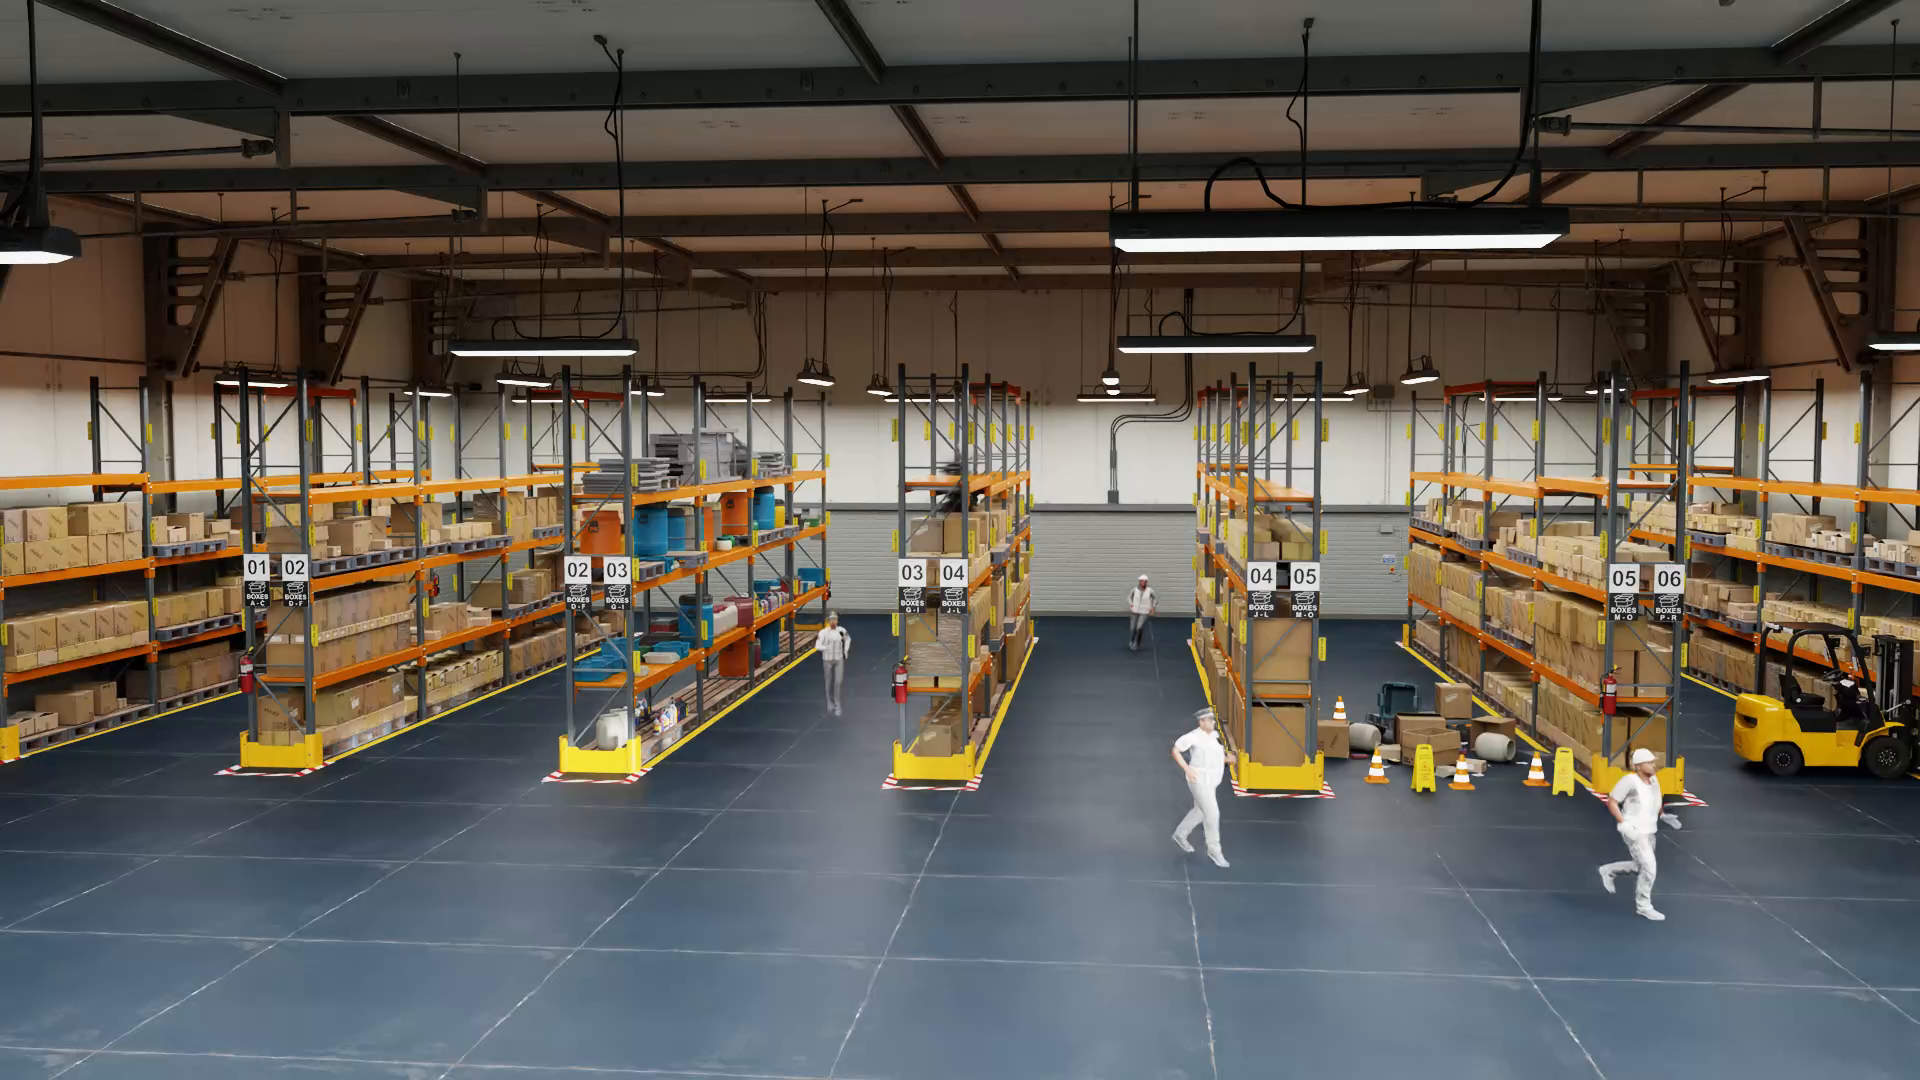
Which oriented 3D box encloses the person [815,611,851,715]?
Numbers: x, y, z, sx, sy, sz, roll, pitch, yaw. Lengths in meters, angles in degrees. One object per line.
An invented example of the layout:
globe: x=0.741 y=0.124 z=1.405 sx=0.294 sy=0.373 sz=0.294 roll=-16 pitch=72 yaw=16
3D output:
person: x=-2.125 y=2.056 z=27.971 sx=0.612 sy=1.737 sz=0.853 roll=-1 pitch=4 yaw=-8

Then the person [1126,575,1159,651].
person: x=4.180 y=1.686 z=38.354 sx=0.725 sy=1.778 sz=0.630 roll=1 pitch=4 yaw=20

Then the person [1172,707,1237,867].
person: x=2.852 y=2.869 z=19.529 sx=0.841 sy=1.840 sz=0.647 roll=3 pitch=5 yaw=37

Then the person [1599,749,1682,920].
person: x=6.995 y=3.023 z=17.338 sx=0.663 sy=1.746 sz=0.813 roll=-3 pitch=5 yaw=-37
